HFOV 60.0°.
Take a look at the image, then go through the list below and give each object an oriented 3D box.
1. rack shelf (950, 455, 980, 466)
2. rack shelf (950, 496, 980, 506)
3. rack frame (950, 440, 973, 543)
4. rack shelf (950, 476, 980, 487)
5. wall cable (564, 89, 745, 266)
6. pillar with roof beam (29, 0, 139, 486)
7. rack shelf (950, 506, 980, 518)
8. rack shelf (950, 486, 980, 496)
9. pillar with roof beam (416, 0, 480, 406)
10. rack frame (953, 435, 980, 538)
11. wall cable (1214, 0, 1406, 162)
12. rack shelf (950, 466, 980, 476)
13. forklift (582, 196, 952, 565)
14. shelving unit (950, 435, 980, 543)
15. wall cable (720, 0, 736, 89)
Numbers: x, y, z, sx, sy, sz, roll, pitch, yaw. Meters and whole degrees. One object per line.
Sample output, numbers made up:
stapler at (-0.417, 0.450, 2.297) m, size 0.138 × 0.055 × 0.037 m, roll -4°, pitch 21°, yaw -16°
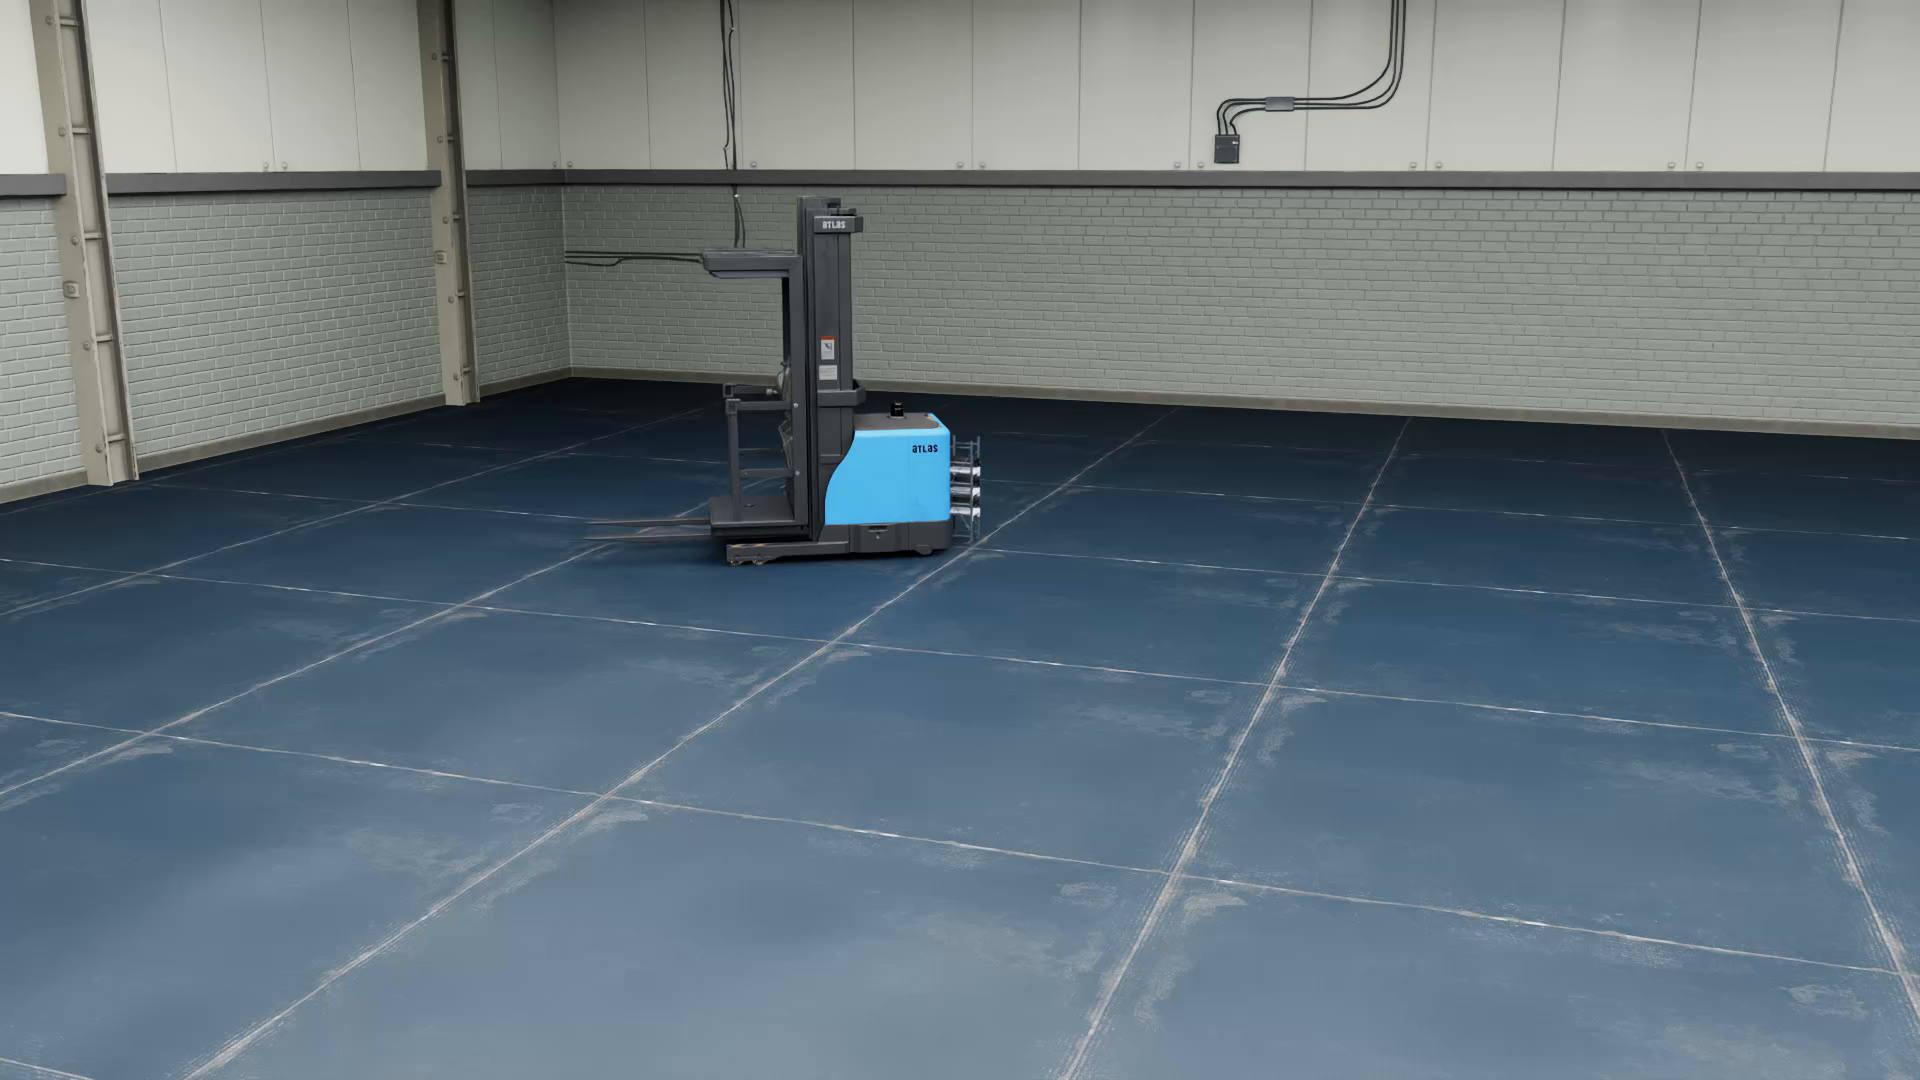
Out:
rack shelf at (0.024, -0.669, 14.334) m, size 0.258 × 0.077 × 0.200 m, roll 4°, pitch 14°, yaw 17°
rack shelf at (0.024, -0.318, 14.415) m, size 0.258 × 0.077 × 0.200 m, roll 4°, pitch 14°, yaw 17°
rack frame at (-0.007, -0.417, 14.293) m, size 0.240 × 0.900 × 0.006 m, roll 4°, pitch 14°, yaw 17°
rack shelf at (0.024, -0.494, 14.374) m, size 0.258 × 0.077 × 0.200 m, roll 4°, pitch 14°, yaw 17°
wall cable at (-4.578, -5.263, 24.304) m, size 3.097 × 2.526 × 0.112 m, roll 4°, pitch 14°, yaw 18°
pillar with roof beam at (-4.650, -4.679, 14.765) m, size 9.100 × 9.000 × 0.400 m, roll 4°, pitch 14°, yaw 18°
rack shelf at (0.024, -0.231, 14.435) m, size 0.258 × 0.077 × 0.200 m, roll 4°, pitch 14°, yaw 17°
rack shelf at (0.024, -0.406, 14.394) m, size 0.258 × 0.077 × 0.200 m, roll 4°, pitch 14°, yaw 17°
pillar with roof beam at (-2.709, -5.942, 20.300) m, size 9.100 × 9.000 × 0.400 m, roll 4°, pitch 14°, yaw 18°
rack frame at (0.055, -0.460, 14.481) m, size 0.240 × 0.900 × 0.006 m, roll 4°, pitch 14°, yaw 17°
wall cable at (4.400, -7.748, 20.571) m, size 2.305 × 6.003 × 0.169 m, roll 4°, pitch 14°, yaw 18°
rack shelf at (0.024, -0.582, 14.354) m, size 0.258 × 0.077 × 0.200 m, roll 4°, pitch 14°, yaw 17°
forklift at (-1.634, -1.349, 13.810) m, size 3.031 × 2.935 × 1.130 m, roll -2°, pitch 13°, yaw -9°
shelving unit at (0.024, -0.439, 14.387) m, size 0.258 × 0.900 × 0.210 m, roll 4°, pitch 14°, yaw 17°
wall cable at (-2.018, -7.531, 22.889) m, size 3.097 × 2.526 × 0.112 m, roll 4°, pitch 14°, yaw 18°
